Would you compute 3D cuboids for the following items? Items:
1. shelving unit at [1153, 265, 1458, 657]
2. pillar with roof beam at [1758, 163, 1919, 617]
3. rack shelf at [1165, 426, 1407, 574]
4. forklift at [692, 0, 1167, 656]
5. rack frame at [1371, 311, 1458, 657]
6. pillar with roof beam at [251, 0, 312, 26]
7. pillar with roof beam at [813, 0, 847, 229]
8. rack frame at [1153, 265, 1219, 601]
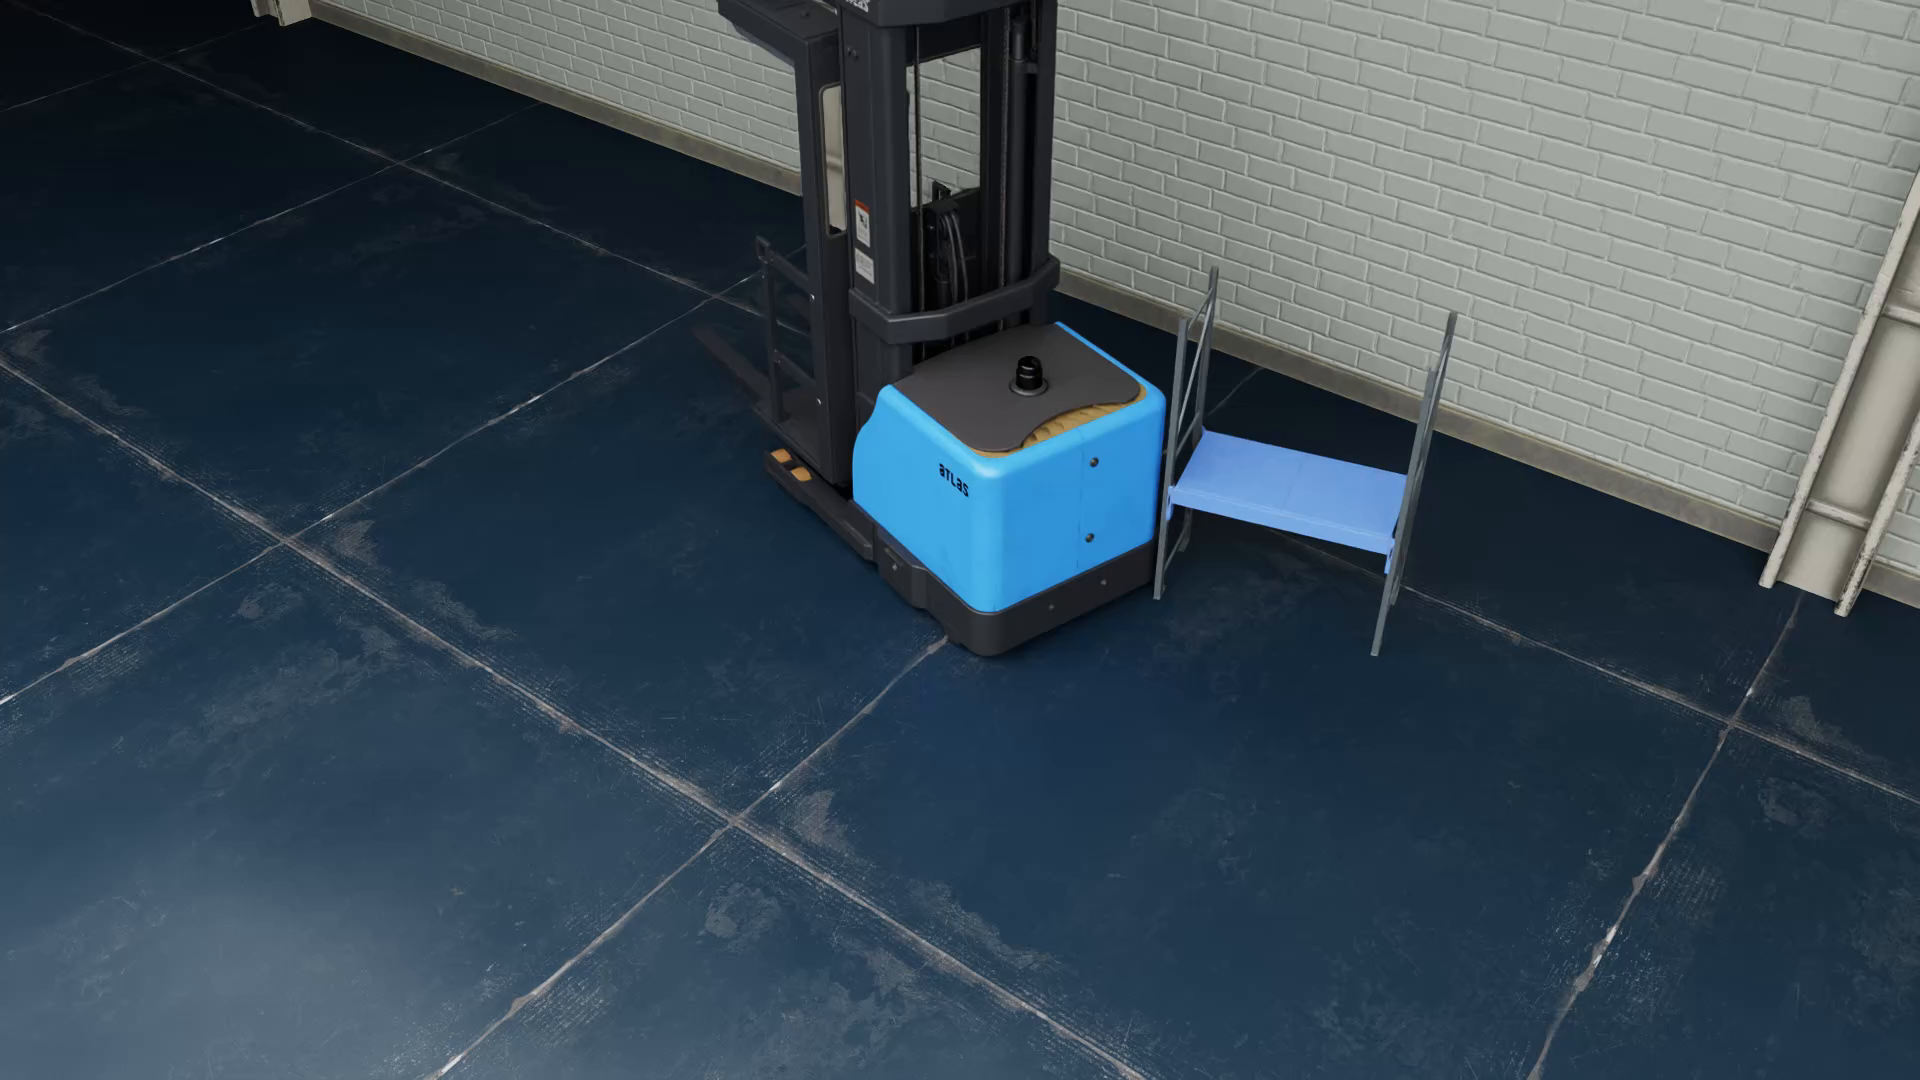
[{"bbox_3d":[1.480,-0.333,7.319,1.048,1.500,0.538,14,40,18],"label":"shelving unit"},{"bbox_3d":[1.401,-1.228,2.380,0.400,9.000,9.100,25,45,29],"label":"pillar with roof beam"},{"bbox_3d":[1.480,-0.191,7.430,1.000,0.185,0.538,14,40,18],"label":"rack shelf"},{"bbox_3d":[-0.346,-1.509,7.660,1.130,2.935,3.031,-23,44,-27],"label":"forklift"},{"bbox_3d":[1.950,-0.212,7.165,0.032,1.500,0.500,14,40,18],"label":"rack frame"},{"bbox_3d":[-8.131,-5.722,8.120,0.400,9.000,9.100,25,45,29],"label":"pillar with roof beam"},{"bbox_3d":[-3.365,-3.475,5.250,0.400,9.000,9.100,25,45,29],"label":"pillar with roof beam"},{"bbox_3d":[1.011,-0.453,7.473,0.032,1.500,0.500,14,40,18],"label":"rack frame"}]
